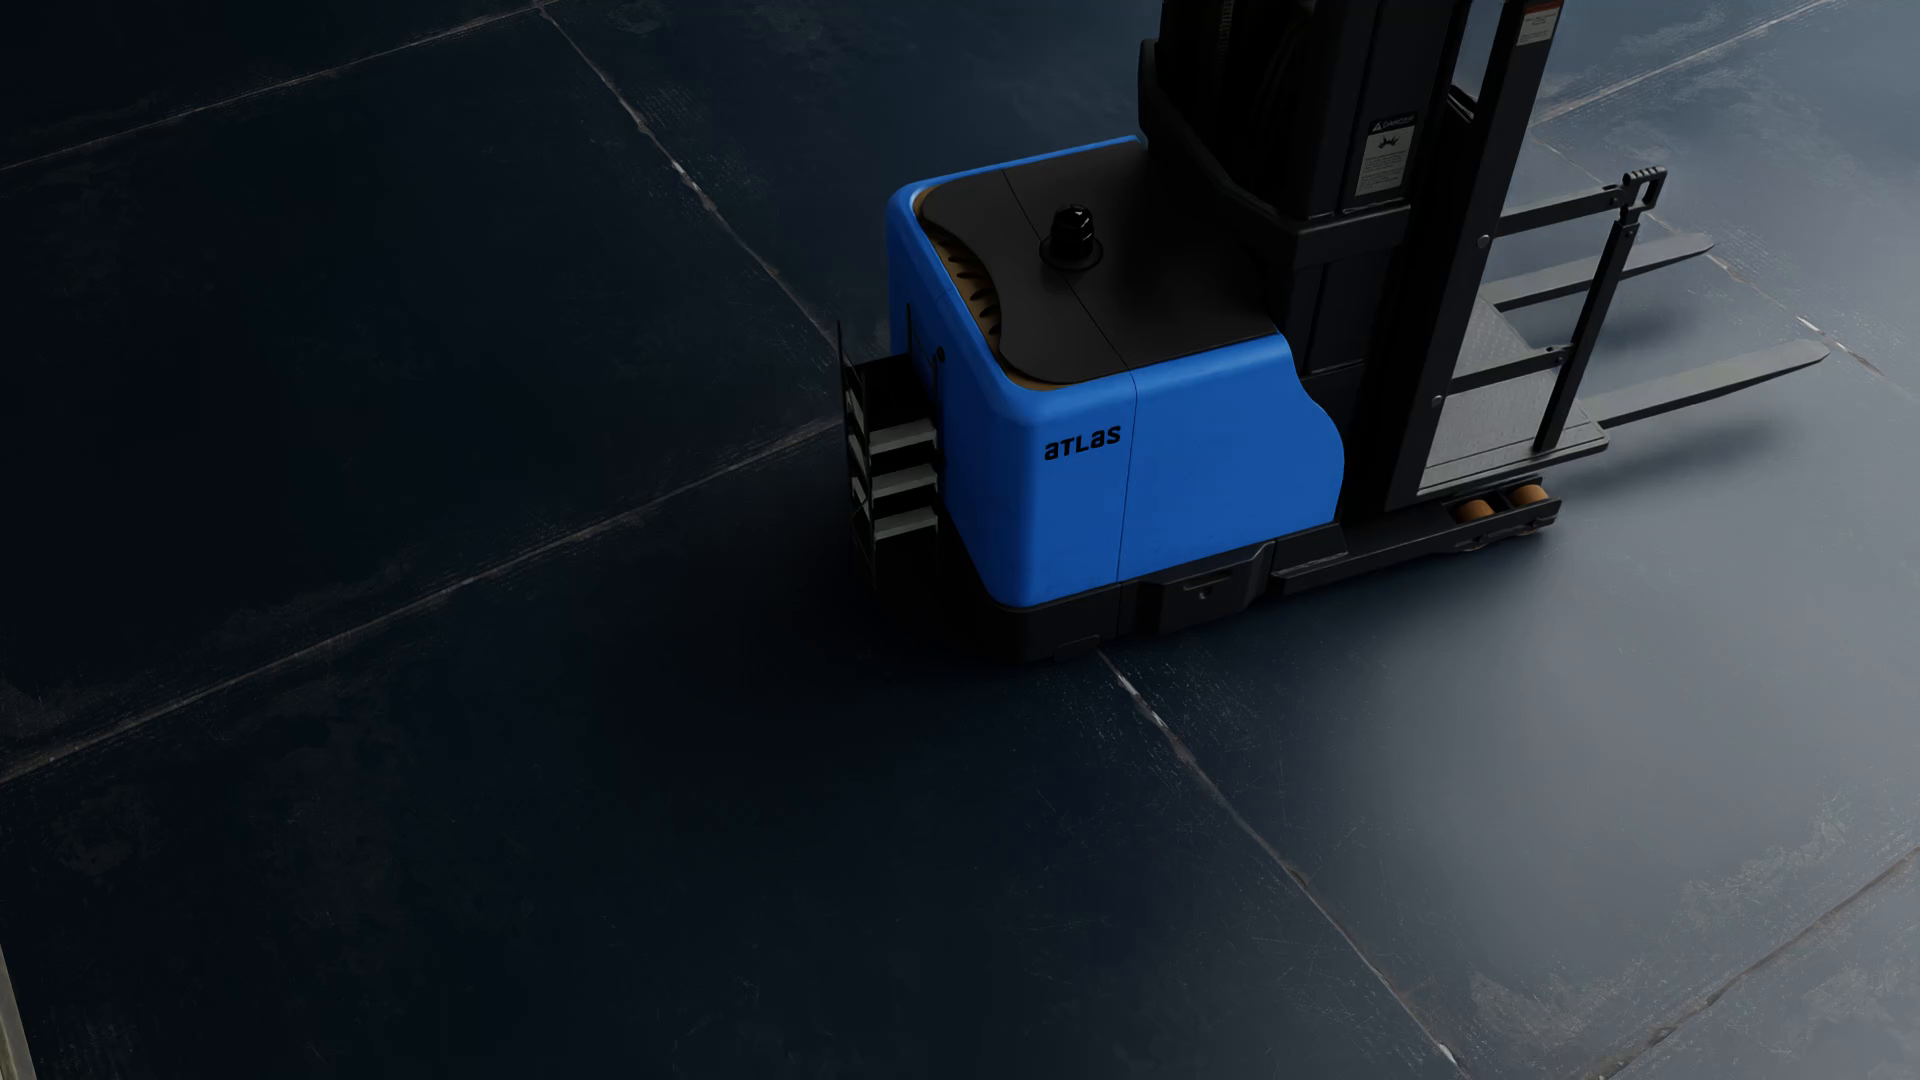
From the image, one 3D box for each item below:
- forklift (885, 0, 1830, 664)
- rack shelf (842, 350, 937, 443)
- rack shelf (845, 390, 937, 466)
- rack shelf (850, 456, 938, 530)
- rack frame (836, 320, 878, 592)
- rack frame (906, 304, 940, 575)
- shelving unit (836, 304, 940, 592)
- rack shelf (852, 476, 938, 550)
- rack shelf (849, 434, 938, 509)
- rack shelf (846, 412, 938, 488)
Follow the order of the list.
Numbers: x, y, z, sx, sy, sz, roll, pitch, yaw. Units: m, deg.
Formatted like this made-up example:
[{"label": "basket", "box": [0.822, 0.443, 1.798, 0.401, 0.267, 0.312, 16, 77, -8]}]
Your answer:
[{"label": "forklift", "box": [1.347, -1.297, 4.442, 3.031, 2.935, 1.130, -15, 50, -13]}, {"label": "rack shelf", "box": [-0.201, -0.406, 4.692, 0.200, 0.077, 0.258, -15, 50, -13]}, {"label": "rack shelf", "box": [-0.201, -0.346, 4.759, 0.200, 0.077, 0.258, -15, 50, -13]}, {"label": "rack shelf", "box": [-0.201, -0.167, 4.961, 0.200, 0.077, 0.258, -15, 50, -13]}, {"label": "rack frame", "box": [-0.297, -0.223, 4.846, 0.006, 0.900, 0.240, -15, 50, -13]}, {"label": "rack frame", "box": [-0.106, -0.275, 4.892, 0.006, 0.900, 0.240, -15, 50, -13]}, {"label": "shelving unit", "box": [-0.201, -0.249, 4.869, 0.210, 0.900, 0.258, -15, 50, -13]}, {"label": "rack shelf", "box": [-0.201, -0.107, 5.028, 0.200, 0.077, 0.258, -15, 50, -13]}, {"label": "rack shelf", "box": [-0.201, -0.227, 4.894, 0.200, 0.077, 0.258, -15, 50, -13]}, {"label": "rack shelf", "box": [-0.201, -0.286, 4.827, 0.200, 0.077, 0.258, -15, 50, -13]}]
